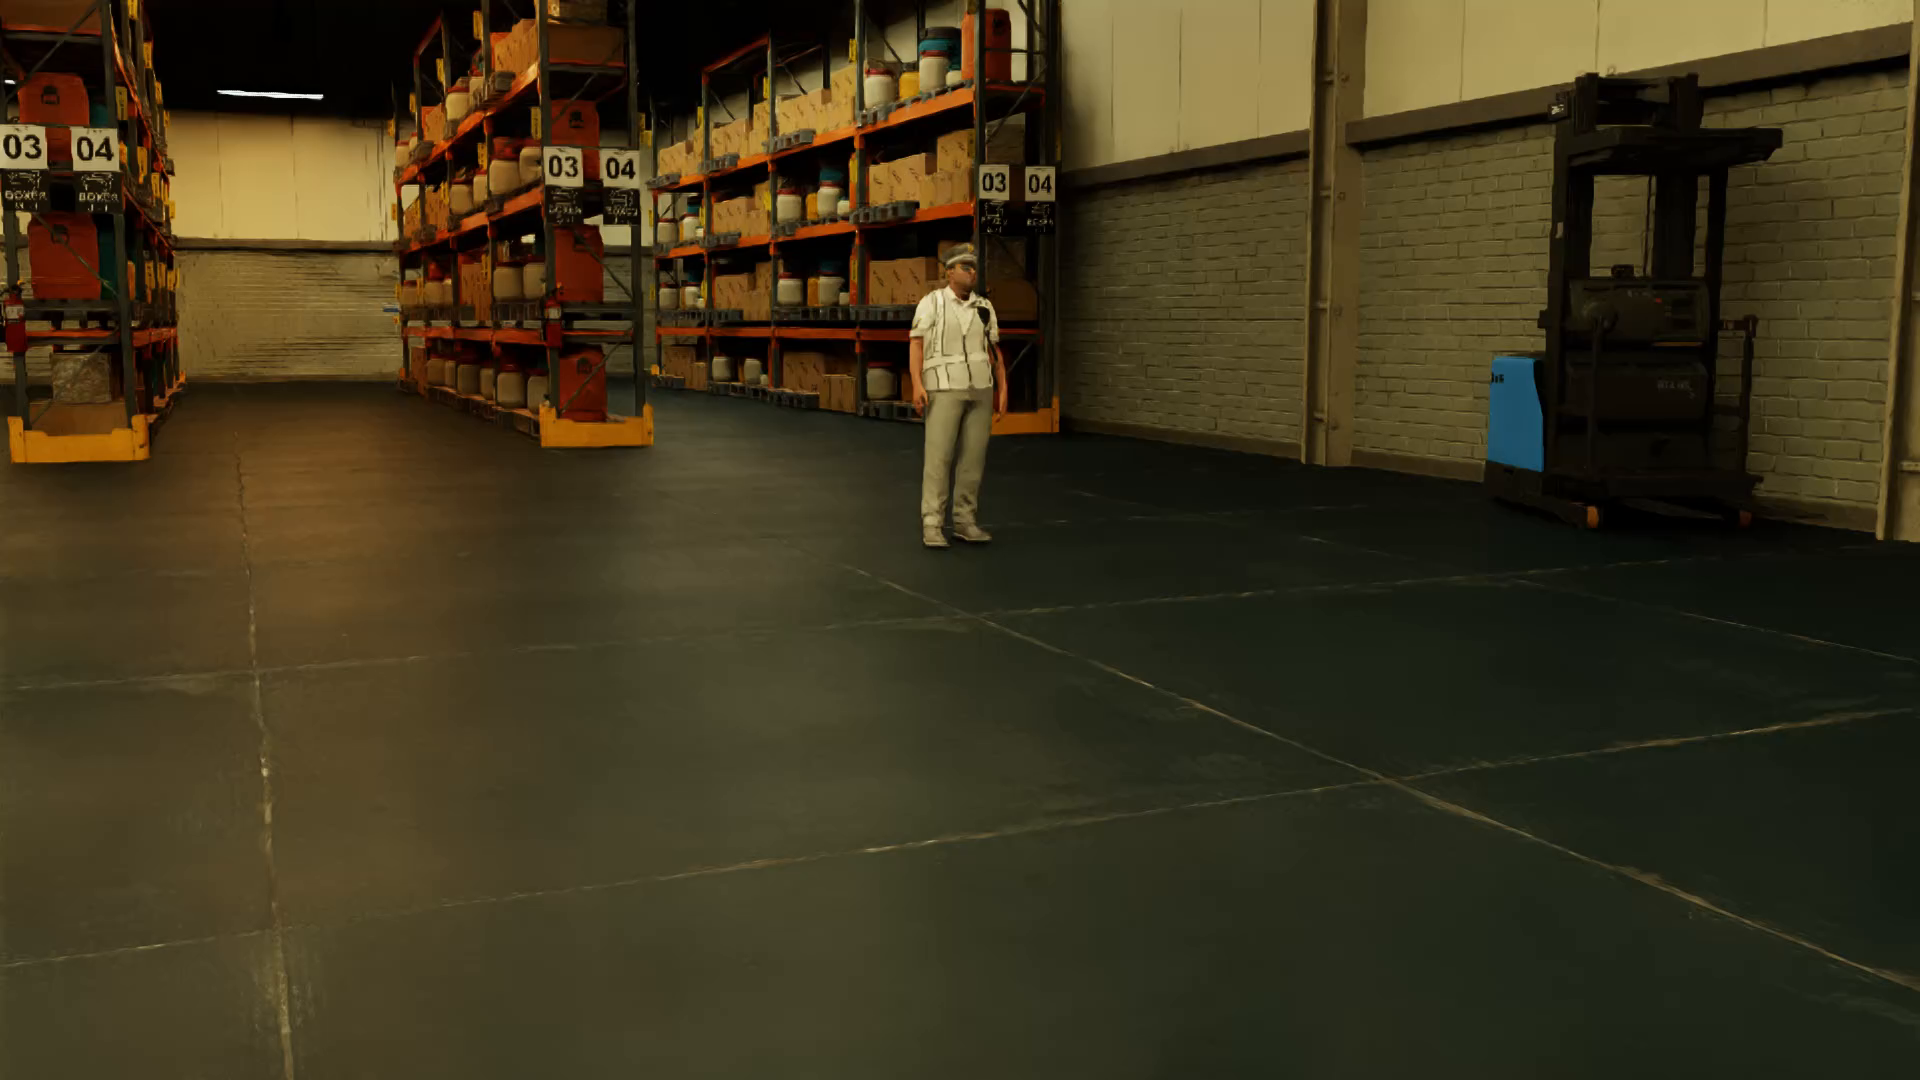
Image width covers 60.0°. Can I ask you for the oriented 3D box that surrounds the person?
[{"bbox_3d":[0.020,-0.880,9.961,0.640,1.778,0.574,-3,8,-23],"label":"person"}]

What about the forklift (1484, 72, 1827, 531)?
[{"bbox_3d":[4.482,-1.553,10.724,1.130,2.935,3.031,0,8,-4],"label":"forklift"}]
